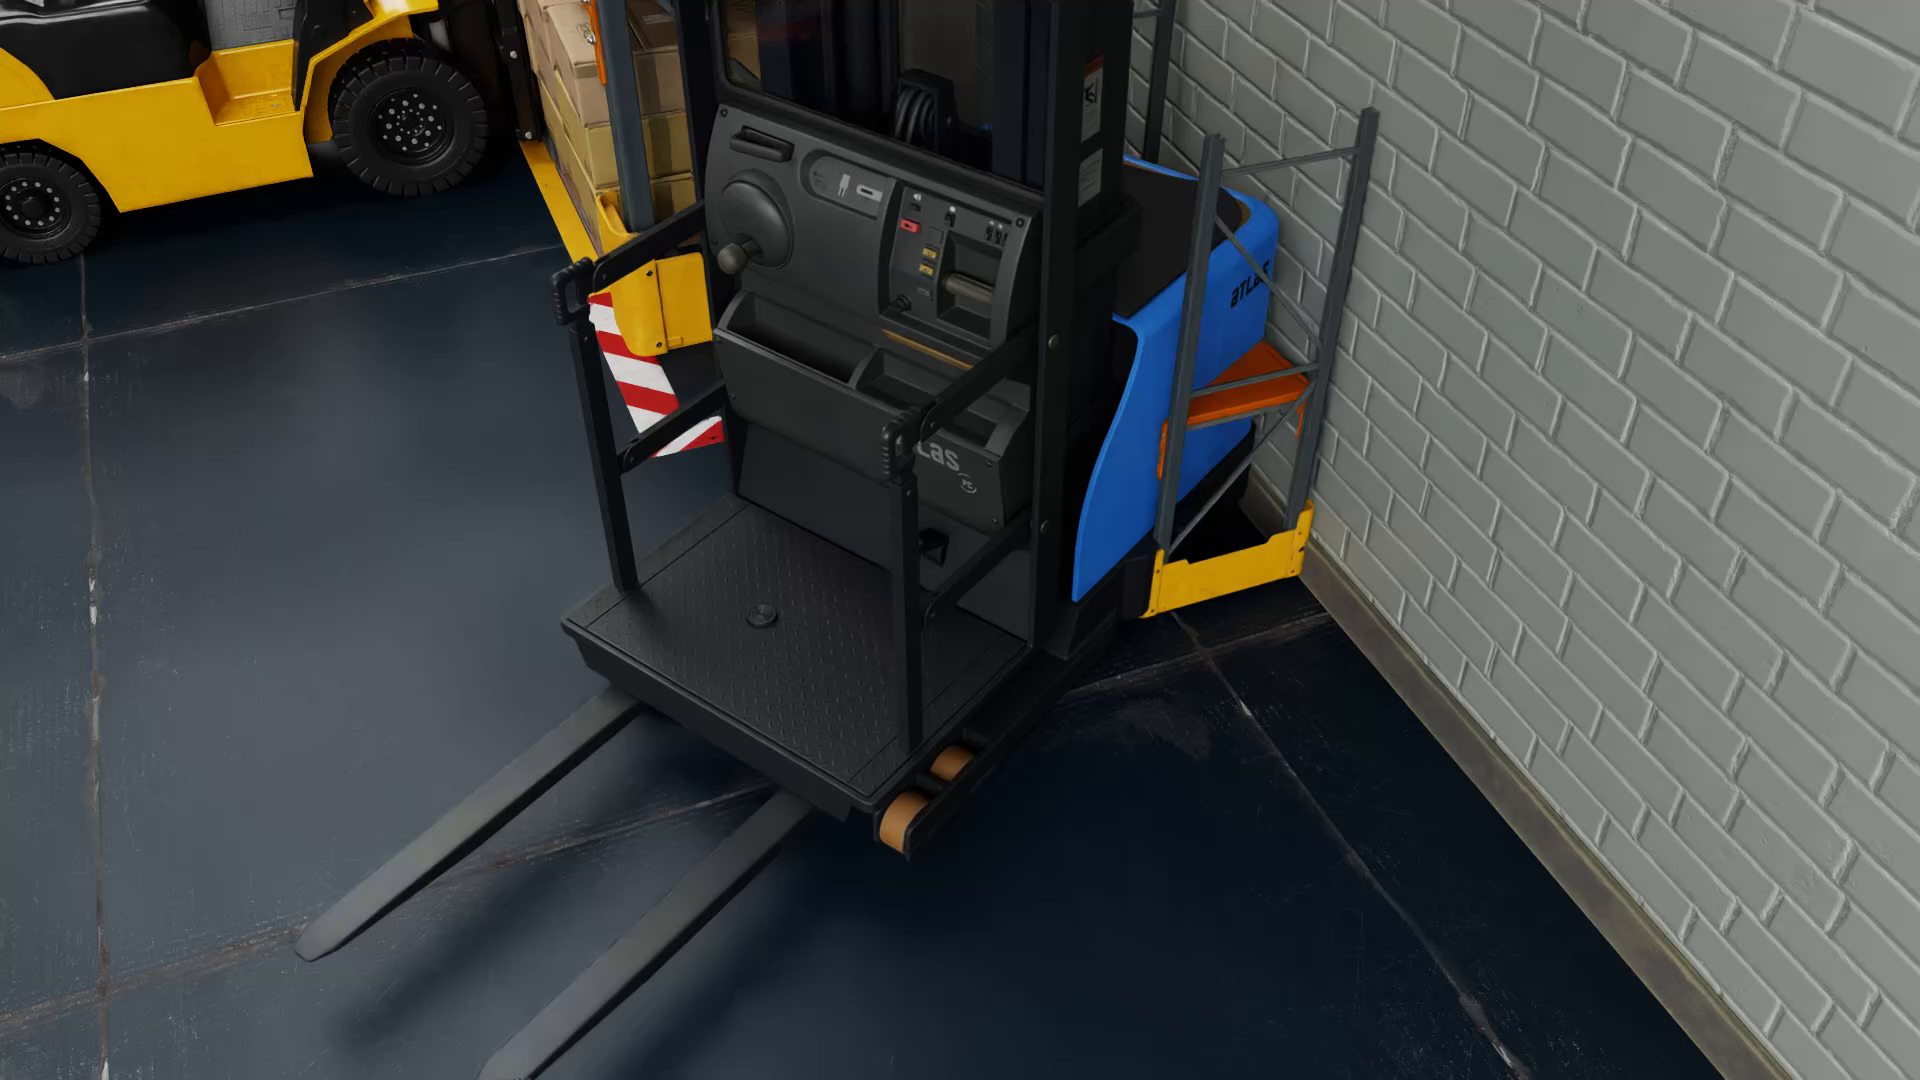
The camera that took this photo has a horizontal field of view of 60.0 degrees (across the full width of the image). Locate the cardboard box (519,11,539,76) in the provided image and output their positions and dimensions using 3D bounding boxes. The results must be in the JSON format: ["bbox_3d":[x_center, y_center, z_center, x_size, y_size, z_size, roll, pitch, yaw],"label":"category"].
[{"bbox_3d":[-1.587,-2.184,6.892,0.500,0.250,0.500,-16,43,-18],"label":"cardboard box"}]

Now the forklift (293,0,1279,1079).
[{"bbox_3d":[-0.361,-0.664,3.774,1.130,2.935,3.031,26,47,27],"label":"forklift"}]

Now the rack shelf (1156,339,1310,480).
[{"bbox_3d":[0.589,-0.584,5.026,0.538,0.185,1.000,-14,41,-20],"label":"rack shelf"}]

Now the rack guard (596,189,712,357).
[{"bbox_3d":[-0.704,-1.089,6.133,1.175,0.500,0.348,-15,43,-17],"label":"rack guard"}]

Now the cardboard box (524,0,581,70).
[{"bbox_3d":[-1.378,-2.053,6.357,0.500,0.250,0.500,-14,43,-16],"label":"cardboard box"}]

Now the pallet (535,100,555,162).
[{"bbox_3d":[-1.507,-2.178,7.621,1.003,0.211,1.213,-15,43,-17],"label":"pallet"}]

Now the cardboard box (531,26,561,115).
[{"bbox_3d":[-1.370,-1.878,6.537,0.500,0.250,0.500,-16,43,-17],"label":"cardboard box"}]

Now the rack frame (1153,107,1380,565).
[{"bbox_3d":[0.802,-0.435,4.554,0.500,1.500,0.032,-14,41,-20],"label":"rack frame"}]

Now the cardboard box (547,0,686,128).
[{"bbox_3d":[-1.177,-1.747,6.001,0.500,0.250,0.500,-14,43,-15],"label":"cardboard box"}]

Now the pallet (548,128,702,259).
[{"bbox_3d":[-1.044,-1.445,6.768,1.003,0.211,1.213,-15,43,-17],"label":"pallet"}]

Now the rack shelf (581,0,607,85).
[{"bbox_3d":[-1.478,-2.984,6.971,1.077,0.370,4.000,-15,43,-17],"label":"rack shelf"}]

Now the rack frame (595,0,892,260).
[{"bbox_3d":[-0.713,-2.052,5.335,1.000,3.000,0.127,-15,43,-17],"label":"rack frame"}]

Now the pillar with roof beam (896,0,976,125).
[{"bbox_3d":[-4.124,-3.897,2.879,9.100,9.000,0.400,-15,43,-17],"label":"pillar with roof beam"}]

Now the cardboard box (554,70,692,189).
[{"bbox_3d":[-1.188,-1.573,6.182,0.500,0.250,0.500,-16,43,-17],"label":"cardboard box"}]

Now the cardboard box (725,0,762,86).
[{"bbox_3d":[-0.722,-1.884,6.160,0.500,0.250,0.500,-16,43,-18],"label":"cardboard box"}]

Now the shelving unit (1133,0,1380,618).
[{"bbox_3d":[0.590,-0.731,4.922,0.587,1.500,1.083,-14,41,-20],"label":"shelving unit"}]

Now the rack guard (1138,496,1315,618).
[{"bbox_3d":[0.775,0.046,4.952,0.587,0.250,0.087,-14,41,-20],"label":"rack guard"}]

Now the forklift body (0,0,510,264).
[{"bbox_3d":[-3.124,-2.417,6.411,2.313,2.155,1.214,-15,43,-17],"label":"forklift body"}]

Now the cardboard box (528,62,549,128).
[{"bbox_3d":[-1.549,-1.978,7.036,0.500,0.250,0.500,-15,43,-16],"label":"cardboard box"}]

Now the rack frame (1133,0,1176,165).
[{"bbox_3d":[0.386,-1.016,5.278,0.500,1.500,0.032,-14,41,-20],"label":"rack frame"}]

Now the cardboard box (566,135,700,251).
[{"bbox_3d":[-1.185,-1.373,6.332,0.500,0.250,0.500,-15,43,-17],"label":"cardboard box"}]

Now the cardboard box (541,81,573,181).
[{"bbox_3d":[-1.366,-1.674,6.683,0.500,0.250,0.500,-15,43,-17],"label":"cardboard box"}]

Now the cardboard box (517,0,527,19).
[{"bbox_3d":[-1.581,-2.355,6.707,0.500,0.250,0.500,-15,43,-16],"label":"cardboard box"}]
